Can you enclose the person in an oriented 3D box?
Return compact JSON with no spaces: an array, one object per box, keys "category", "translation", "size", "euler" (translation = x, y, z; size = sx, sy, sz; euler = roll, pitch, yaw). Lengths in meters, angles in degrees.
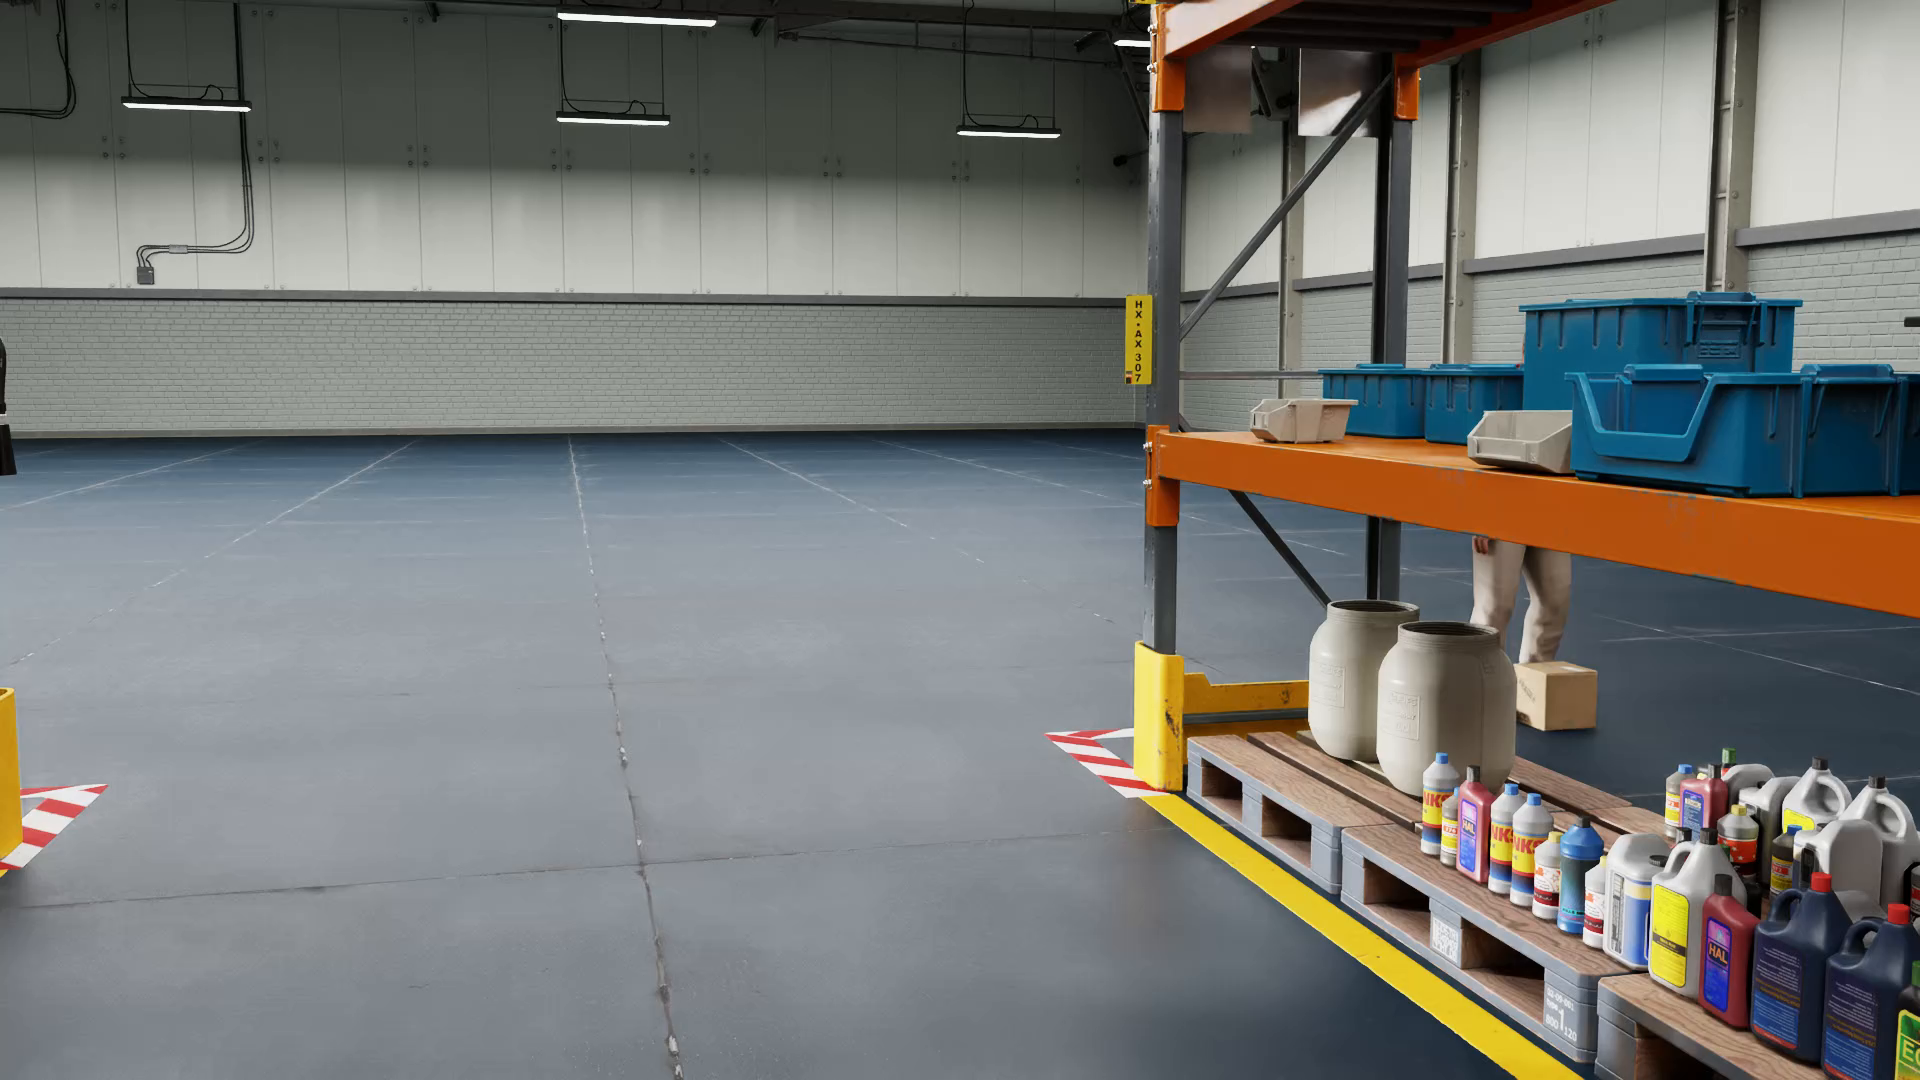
[{"category":"person","translation":[2.496,-0.088,7.346],"size":[0.584,1.725,0.391],"euler":[-2,6,-16]}]
